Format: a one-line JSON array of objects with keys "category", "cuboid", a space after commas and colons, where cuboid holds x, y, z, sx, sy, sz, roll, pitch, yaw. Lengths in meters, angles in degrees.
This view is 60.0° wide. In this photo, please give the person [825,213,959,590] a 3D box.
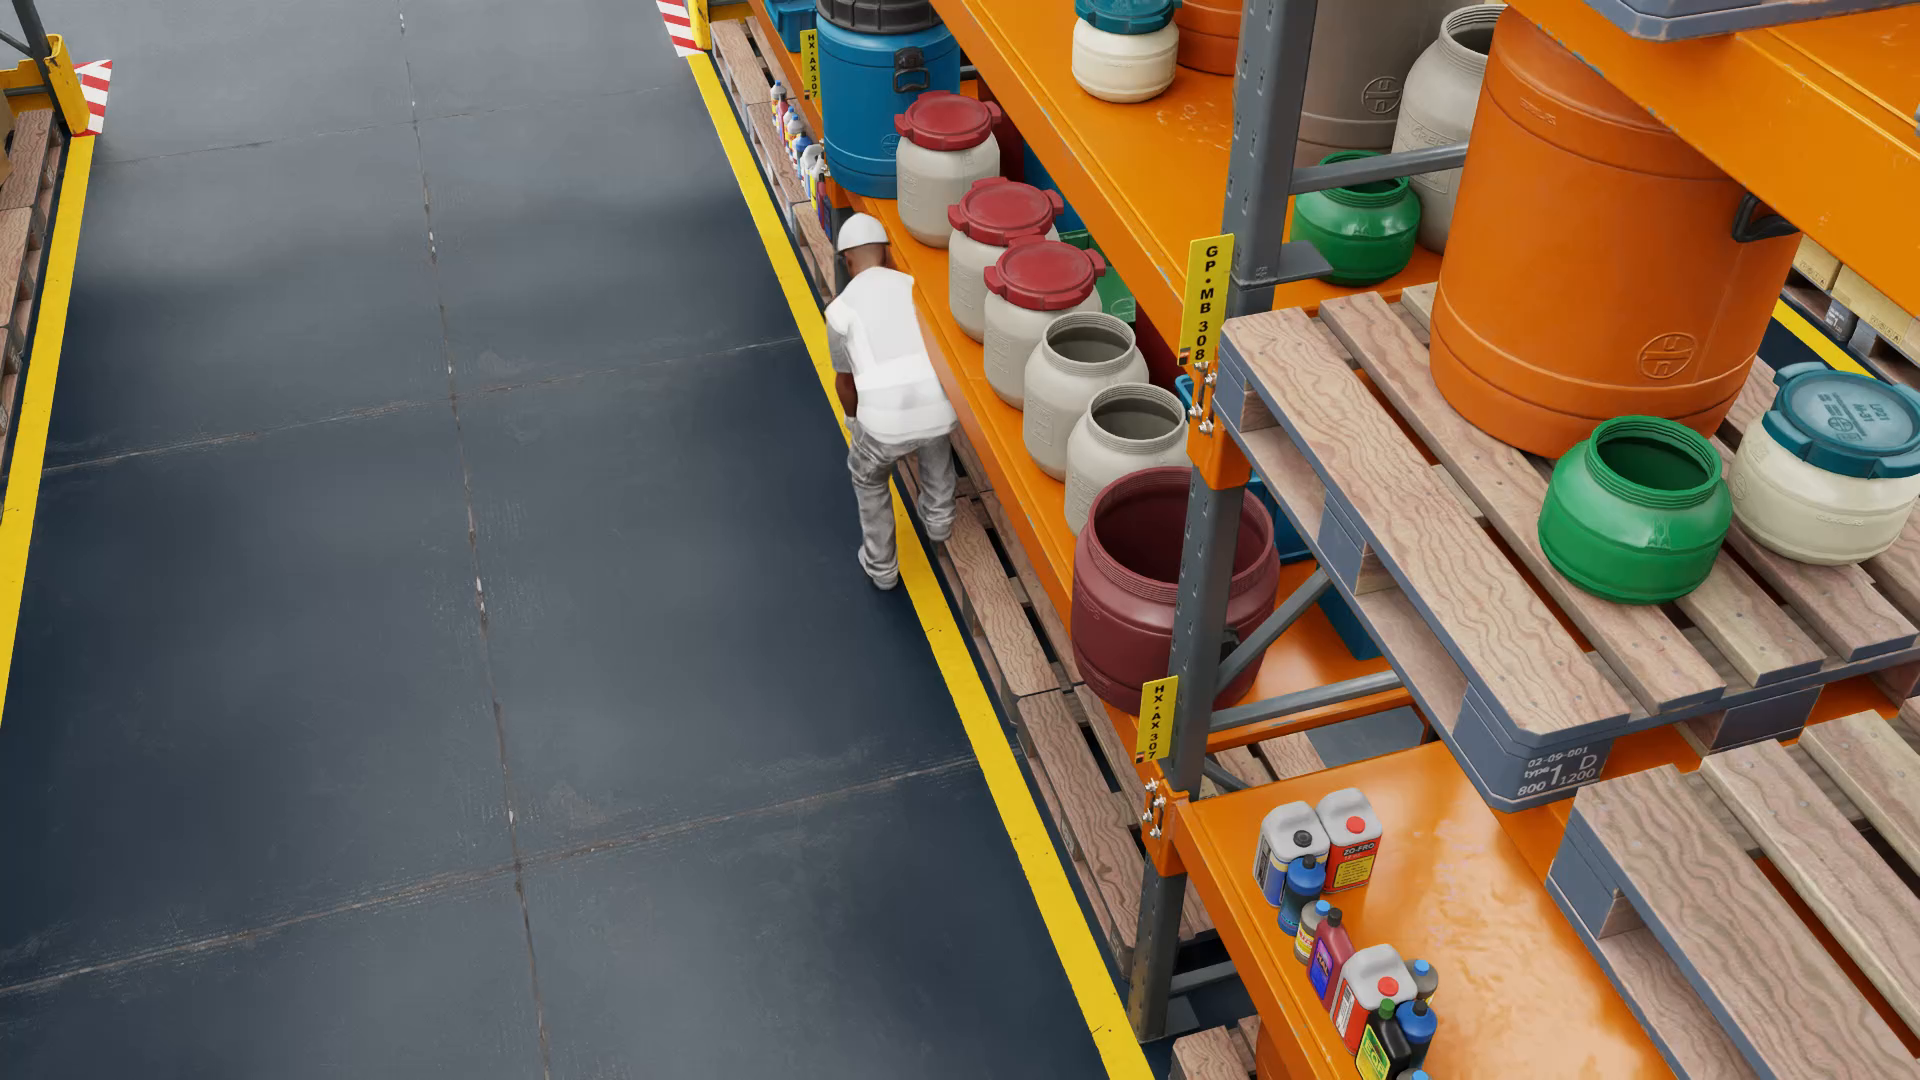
[{"category": "person", "cuboid": [-0.281, -0.561, 7.000, 0.505, 1.474, 0.862, -12, 43, -14]}]
